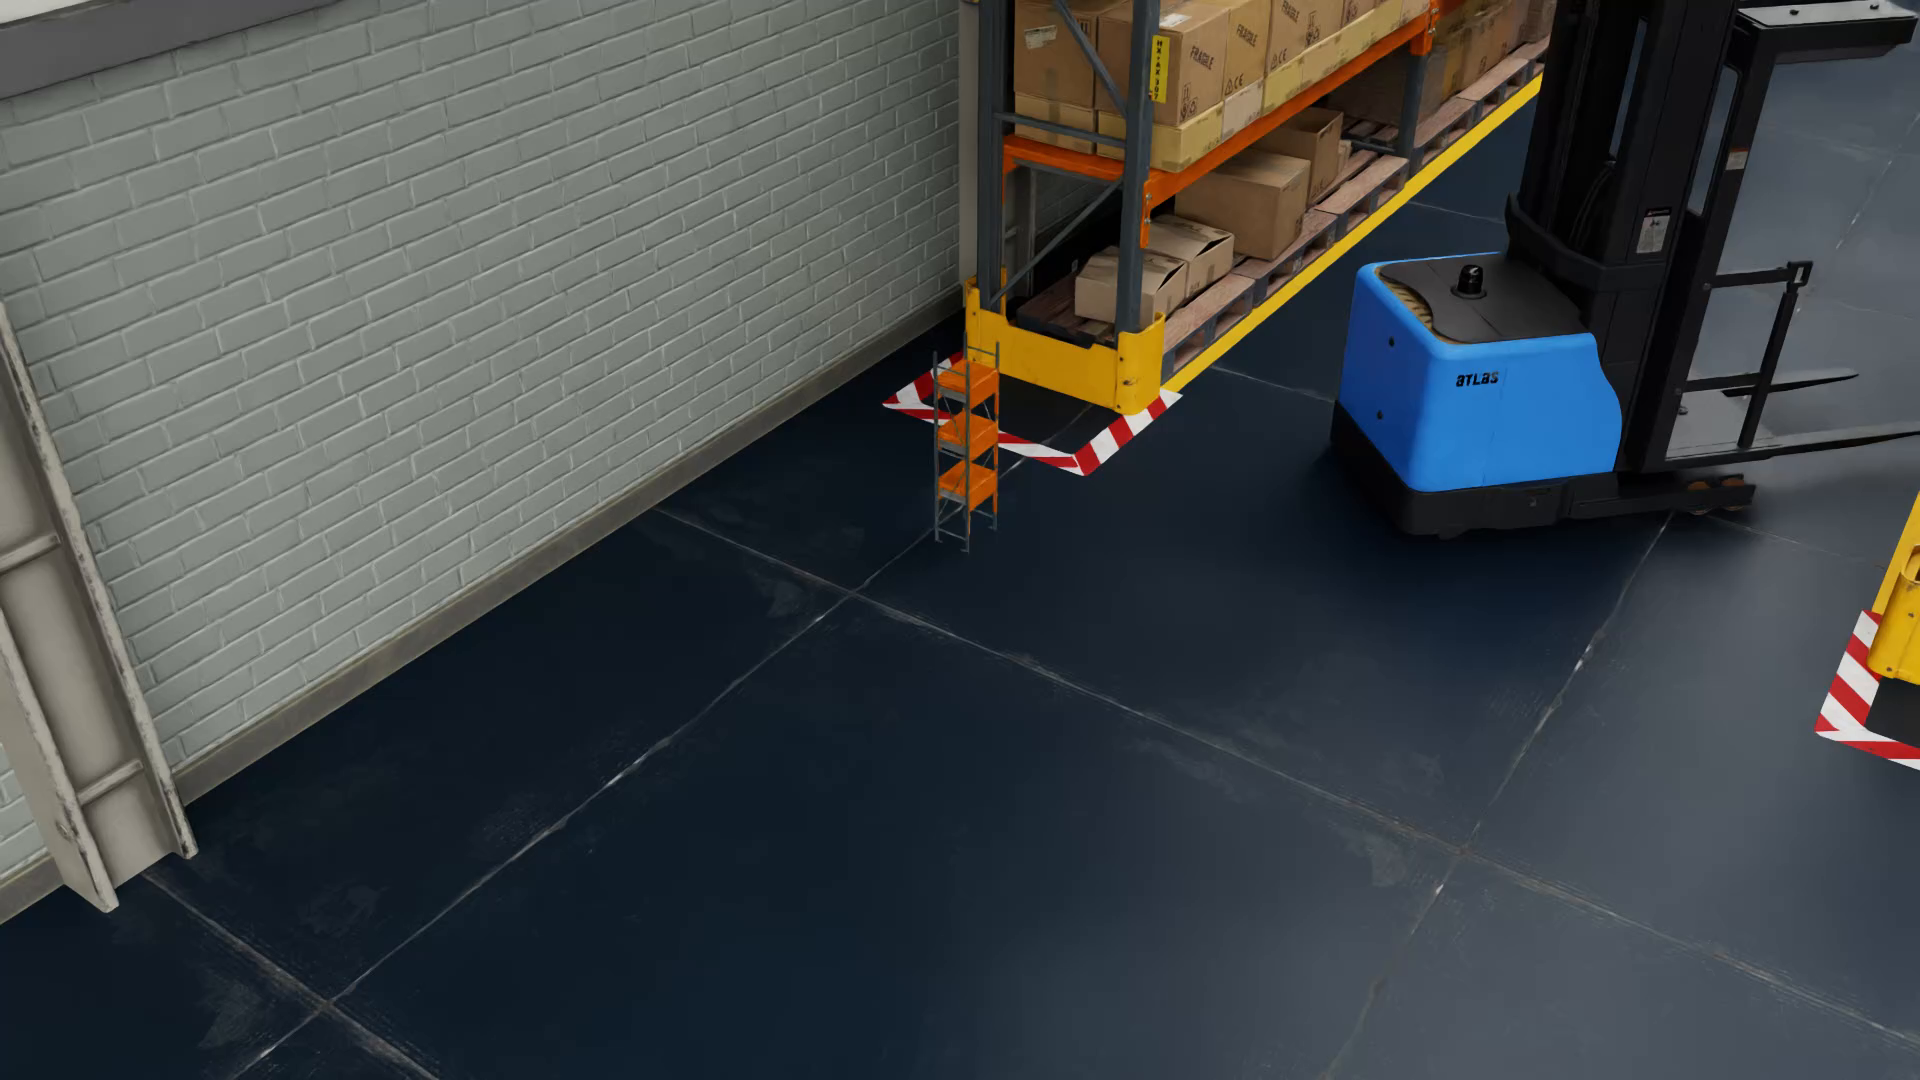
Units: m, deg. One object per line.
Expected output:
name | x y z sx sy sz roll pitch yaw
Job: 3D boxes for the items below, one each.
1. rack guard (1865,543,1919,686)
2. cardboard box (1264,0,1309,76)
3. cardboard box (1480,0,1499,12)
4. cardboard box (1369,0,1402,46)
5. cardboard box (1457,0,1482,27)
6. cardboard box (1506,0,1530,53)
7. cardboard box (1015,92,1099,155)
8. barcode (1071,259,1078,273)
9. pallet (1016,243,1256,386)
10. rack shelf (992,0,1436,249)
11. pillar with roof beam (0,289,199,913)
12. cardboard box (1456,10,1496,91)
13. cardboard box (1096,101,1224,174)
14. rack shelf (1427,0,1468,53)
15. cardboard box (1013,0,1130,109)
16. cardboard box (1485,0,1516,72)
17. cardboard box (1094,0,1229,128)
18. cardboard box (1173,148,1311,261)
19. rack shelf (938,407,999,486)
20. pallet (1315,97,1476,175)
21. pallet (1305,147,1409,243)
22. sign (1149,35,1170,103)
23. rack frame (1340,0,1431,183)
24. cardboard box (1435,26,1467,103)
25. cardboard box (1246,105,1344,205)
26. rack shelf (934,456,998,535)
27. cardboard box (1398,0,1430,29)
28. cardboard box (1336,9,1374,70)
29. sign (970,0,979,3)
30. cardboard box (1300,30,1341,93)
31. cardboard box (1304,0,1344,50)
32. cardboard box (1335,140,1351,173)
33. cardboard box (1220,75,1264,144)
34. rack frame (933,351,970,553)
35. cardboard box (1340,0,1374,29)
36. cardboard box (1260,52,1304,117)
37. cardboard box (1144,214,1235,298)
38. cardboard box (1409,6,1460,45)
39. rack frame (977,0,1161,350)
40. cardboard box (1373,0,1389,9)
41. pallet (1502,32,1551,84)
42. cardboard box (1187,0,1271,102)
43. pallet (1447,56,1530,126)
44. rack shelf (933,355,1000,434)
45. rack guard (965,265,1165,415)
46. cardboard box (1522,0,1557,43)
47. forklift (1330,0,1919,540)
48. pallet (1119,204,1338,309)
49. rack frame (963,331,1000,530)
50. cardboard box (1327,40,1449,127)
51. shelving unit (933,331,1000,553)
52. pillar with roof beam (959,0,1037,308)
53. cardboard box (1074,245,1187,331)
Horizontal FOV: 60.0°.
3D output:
rack guard | 4.598 0.473 7.104 1.175 0.500 0.348 21 39 28
cardboard box | 1.649 -2.994 9.447 0.500 0.500 0.500 20 39 27
cardboard box | 4.068 -4.464 13.343 0.500 0.250 0.500 21 39 28
cardboard box | 2.509 -3.399 10.715 0.500 0.250 0.500 21 40 28
cardboard box | 3.769 -4.241 13.012 0.500 0.250 0.500 20 39 27
cardboard box | 4.345 -4.434 13.968 0.700 0.500 0.500 21 39 28
cardboard box | 0.647 -2.377 9.204 0.500 0.250 0.500 22 40 29
barcode | 0.690 -1.652 10.014 0.001 0.075 0.075 21 39 28
pallet | 1.076 -1.396 10.126 1.003 0.211 1.213 21 39 28
rack shelf | 1.681 -2.776 10.320 1.077 0.370 4.000 21 39 28
pillar with roof beam | 0.344 -1.101 1.845 9.100 9.000 0.400 21 39 28
cardboard box | 3.804 -3.961 13.269 0.700 0.500 0.500 22 40 29
cardboard box | 1.079 -2.223 8.976 0.500 0.250 0.500 20 39 27
rack shelf | 3.961 -4.617 13.042 1.077 0.370 4.000 21 39 28
cardboard box | 0.634 -2.696 9.005 0.500 0.500 0.500 21 39 28
cardboard box | 4.085 -4.197 13.617 0.700 0.500 0.500 21 39 28
cardboard box | 1.059 -2.534 8.767 0.500 0.500 0.500 21 39 28
cardboard box | 1.793 -2.174 10.626 0.700 0.500 0.500 19 38 25
rack shelf | 0.031 -0.451 7.998 0.215 0.259 0.240 21 39 28
pallet | 3.264 -3.198 12.791 1.003 0.211 1.213 21 39 28
pallet | 2.467 -2.519 11.787 1.003 0.211 1.213 21 39 28
sign | 0.986 -2.339 8.259 0.100 0.325 0.005 21 39 28
rack frame | 2.821 -3.995 11.479 1.000 3.000 0.127 21 39 28
cardboard box | 3.480 -3.739 12.941 0.700 0.500 0.500 20 39 27
cardboard box | 2.262 -2.651 11.331 0.500 0.500 0.500 18 38 25
rack shelf | 0.031 -0.221 8.154 0.215 0.259 0.240 21 39 28
cardboard box | 2.800 -3.626 11.050 0.500 0.250 0.500 21 40 28
cardboard box | 2.235 -3.163 10.366 0.500 0.250 0.500 21 39 28
sign | 0.096 -2.951 8.620 0.100 0.325 0.005 21 39 28
cardboard box | 1.949 -2.931 10.023 0.500 0.250 0.500 22 40 29
cardboard box | 1.934 -3.236 9.804 0.500 0.500 0.500 23 40 30
cardboard box | 2.540 -2.748 11.772 0.380 0.166 0.250 16 37 22
cardboard box | 1.364 -2.467 9.336 0.500 0.250 0.500 20 39 27
rack frame | -0.039 -0.403 7.909 0.200 1.050 0.008 21 39 28
cardboard box | 2.230 -3.475 10.158 0.500 0.500 0.500 20 39 27
cardboard box | 1.659 -2.699 9.680 0.500 0.250 0.500 21 39 27
cardboard box | 1.334 -1.774 10.204 0.500 0.311 0.500 25 41 32
cardboard box | 3.475 -4.000 12.656 0.500 0.250 0.500 20 39 27
rack frame | 0.540 -2.154 8.757 1.000 3.000 0.127 21 39 28
cardboard box | 2.525 -3.704 10.496 0.500 0.500 0.500 21 39 28
pallet | 4.655 -4.321 14.452 1.003 0.211 1.213 21 39 28
cardboard box | 1.349 -2.759 9.098 0.500 0.500 0.500 21 40 28
pallet | 3.959 -3.762 13.625 1.003 0.211 1.213 21 39 28
rack shelf | 0.031 -0.686 7.839 0.215 0.259 0.240 21 39 28
rack guard | 0.583 -1.153 9.509 1.175 0.500 0.348 21 39 28
cardboard box | 4.734 -4.634 14.264 0.700 0.500 0.500 22 40 29
forklift | 3.555 -1.626 8.037 3.031 2.935 1.130 -7 35 -10
pallet | 1.772 -1.955 10.953 1.003 0.211 1.213 21 39 28
rack frame | 0.100 -0.516 8.075 0.200 1.050 0.008 21 39 28
cardboard box | 3.227 -3.486 12.565 0.700 0.500 0.500 23 40 30
shelving unit | 0.031 -0.460 7.992 0.215 1.050 0.252 21 39 28
pillar with roof beam | 3.765 -3.862 5.928 9.100 9.000 0.400 21 39 28
cardboard box | 1.009 -1.512 9.816 0.500 0.311 0.500 17 37 23
